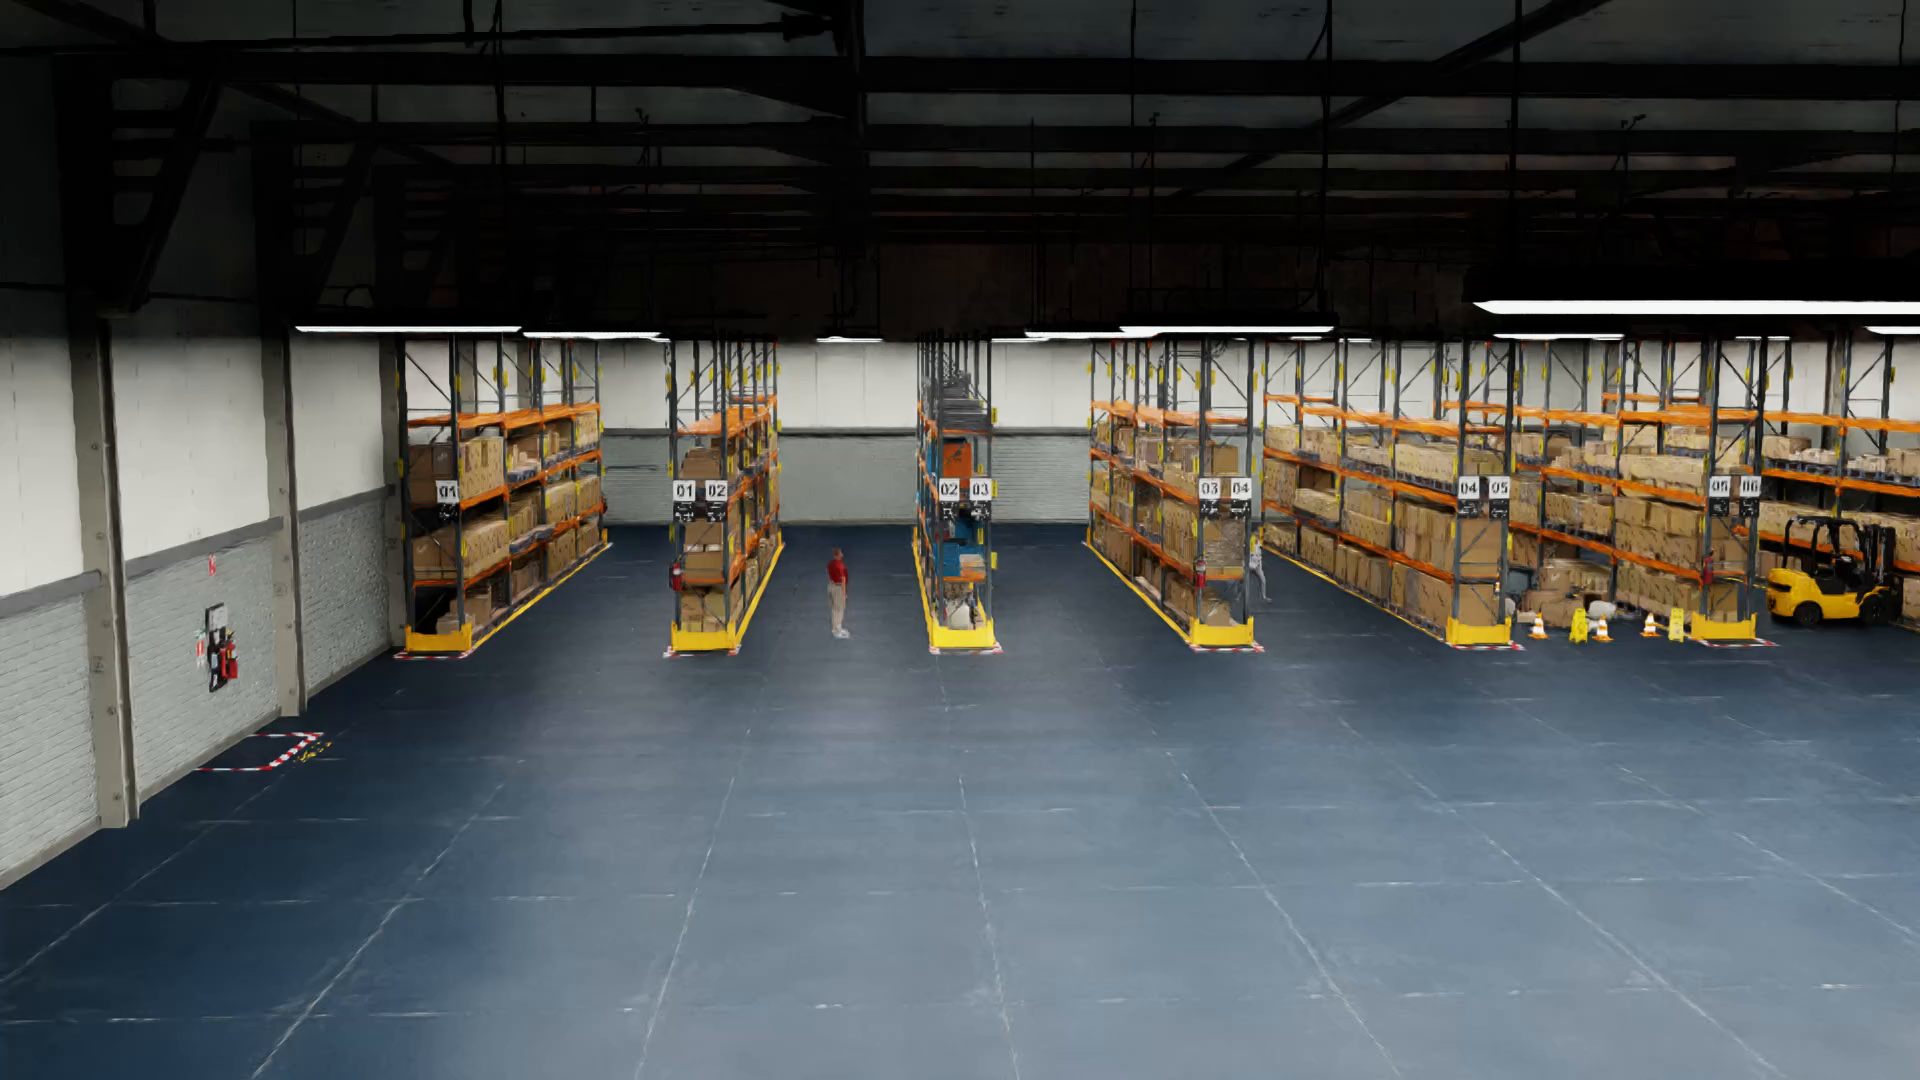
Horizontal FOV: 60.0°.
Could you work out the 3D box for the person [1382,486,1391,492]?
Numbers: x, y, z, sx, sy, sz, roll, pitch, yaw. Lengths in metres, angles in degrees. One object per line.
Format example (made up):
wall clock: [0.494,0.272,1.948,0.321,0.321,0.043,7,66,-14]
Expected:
person: [12.091,-0.724,47.098,0.484,1.787,0.622,-1,7,-6]

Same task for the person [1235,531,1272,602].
person: [6.481,0.572,36.915,0.639,1.606,0.807,-2,7,-19]

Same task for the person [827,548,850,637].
person: [-2.356,1.006,32.677,0.457,1.733,0.593,-4,8,-32]
